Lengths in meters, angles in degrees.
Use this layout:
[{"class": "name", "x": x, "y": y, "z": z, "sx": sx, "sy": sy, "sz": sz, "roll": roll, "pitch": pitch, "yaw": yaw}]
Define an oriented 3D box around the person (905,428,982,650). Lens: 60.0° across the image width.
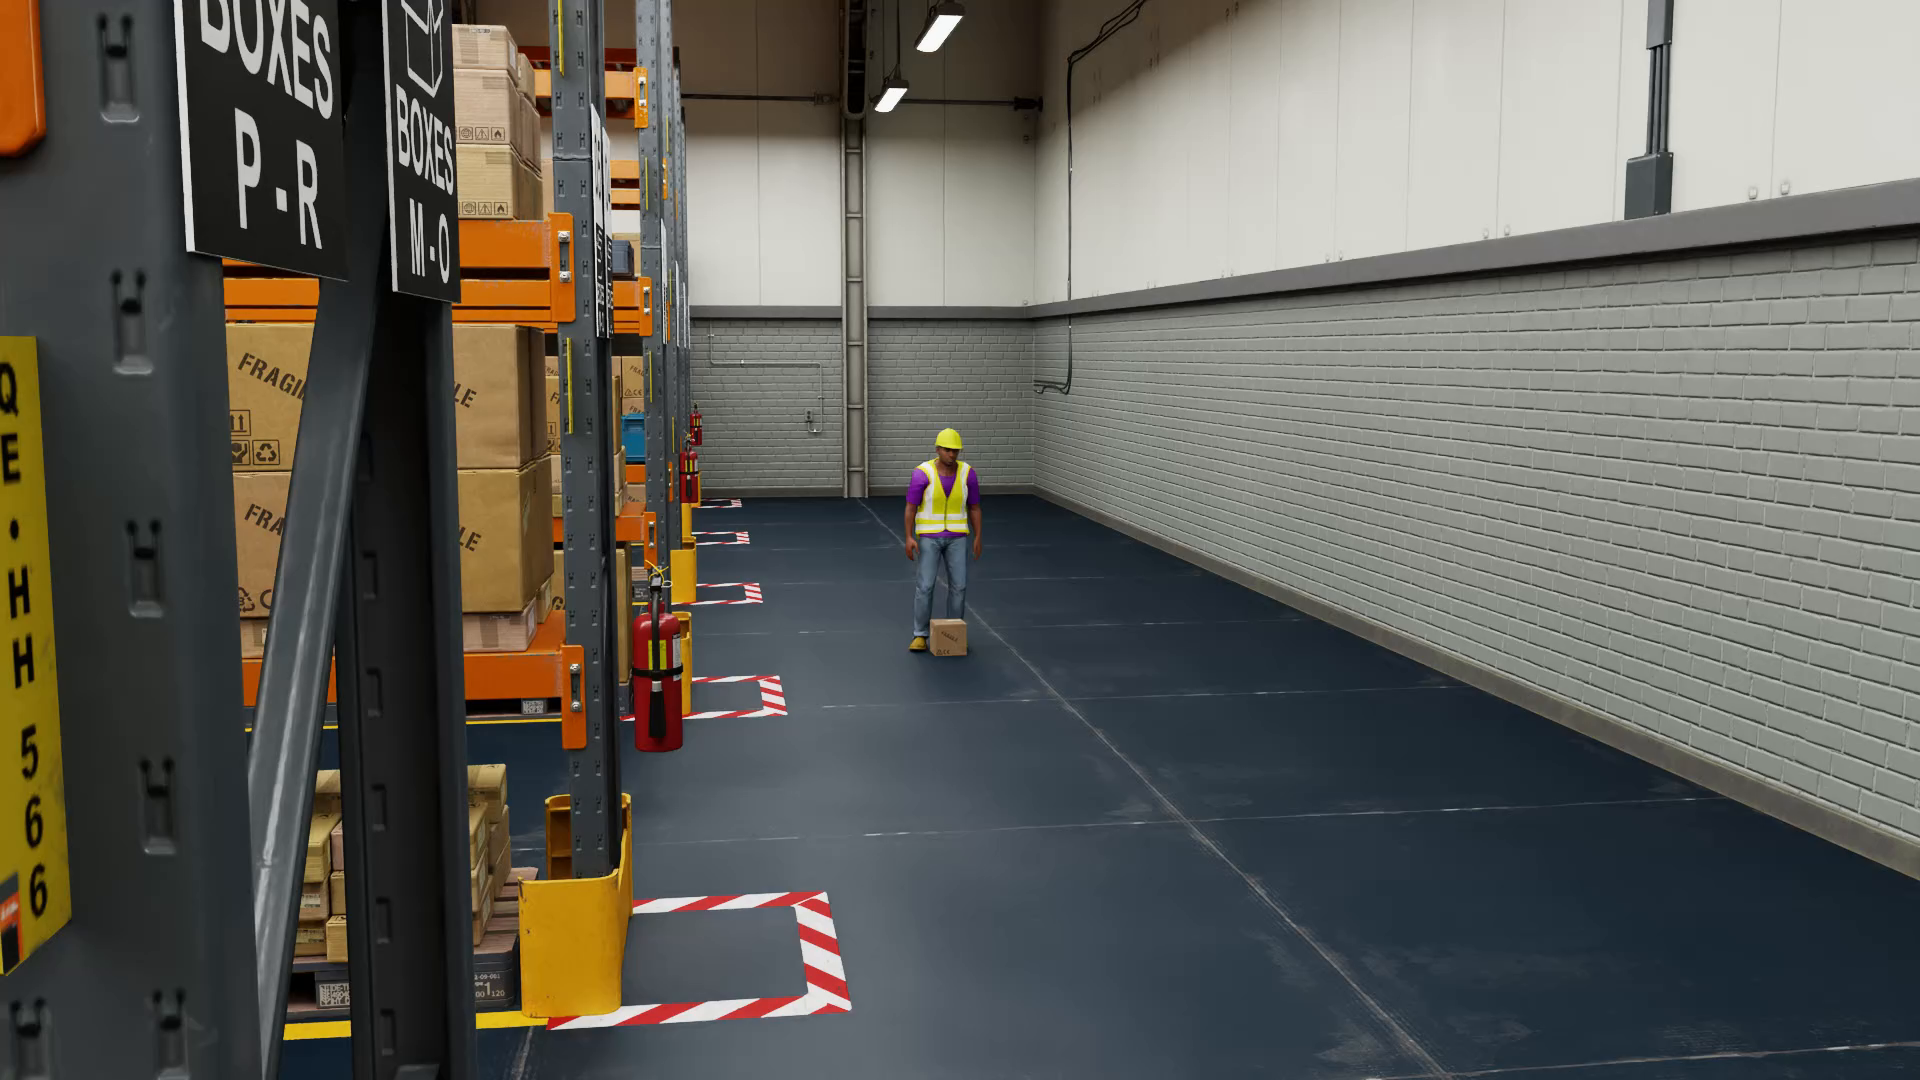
[{"class": "person", "x": -0.127, "y": -0.009, "z": 13.214, "sx": 0.633, "sy": 1.759, "sz": 0.462, "roll": -1, "pitch": 7, "yaw": -12}]
